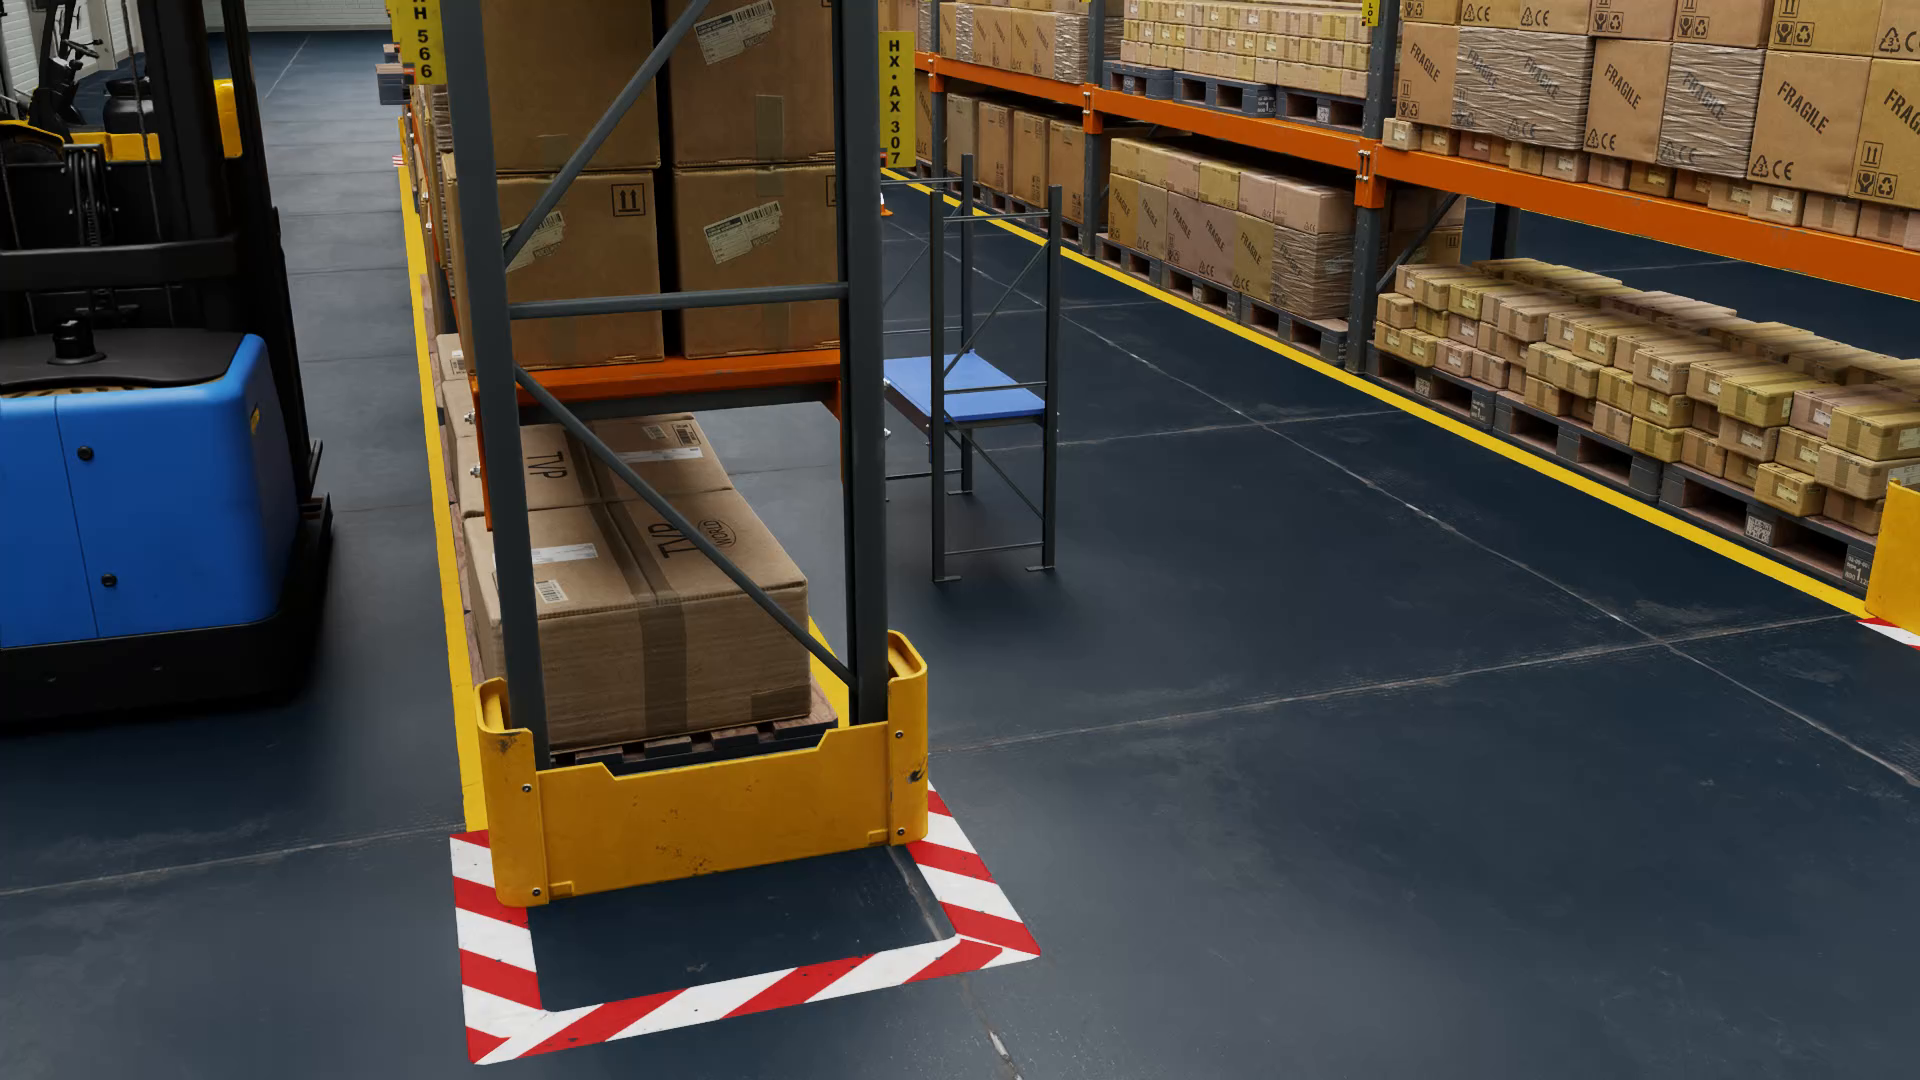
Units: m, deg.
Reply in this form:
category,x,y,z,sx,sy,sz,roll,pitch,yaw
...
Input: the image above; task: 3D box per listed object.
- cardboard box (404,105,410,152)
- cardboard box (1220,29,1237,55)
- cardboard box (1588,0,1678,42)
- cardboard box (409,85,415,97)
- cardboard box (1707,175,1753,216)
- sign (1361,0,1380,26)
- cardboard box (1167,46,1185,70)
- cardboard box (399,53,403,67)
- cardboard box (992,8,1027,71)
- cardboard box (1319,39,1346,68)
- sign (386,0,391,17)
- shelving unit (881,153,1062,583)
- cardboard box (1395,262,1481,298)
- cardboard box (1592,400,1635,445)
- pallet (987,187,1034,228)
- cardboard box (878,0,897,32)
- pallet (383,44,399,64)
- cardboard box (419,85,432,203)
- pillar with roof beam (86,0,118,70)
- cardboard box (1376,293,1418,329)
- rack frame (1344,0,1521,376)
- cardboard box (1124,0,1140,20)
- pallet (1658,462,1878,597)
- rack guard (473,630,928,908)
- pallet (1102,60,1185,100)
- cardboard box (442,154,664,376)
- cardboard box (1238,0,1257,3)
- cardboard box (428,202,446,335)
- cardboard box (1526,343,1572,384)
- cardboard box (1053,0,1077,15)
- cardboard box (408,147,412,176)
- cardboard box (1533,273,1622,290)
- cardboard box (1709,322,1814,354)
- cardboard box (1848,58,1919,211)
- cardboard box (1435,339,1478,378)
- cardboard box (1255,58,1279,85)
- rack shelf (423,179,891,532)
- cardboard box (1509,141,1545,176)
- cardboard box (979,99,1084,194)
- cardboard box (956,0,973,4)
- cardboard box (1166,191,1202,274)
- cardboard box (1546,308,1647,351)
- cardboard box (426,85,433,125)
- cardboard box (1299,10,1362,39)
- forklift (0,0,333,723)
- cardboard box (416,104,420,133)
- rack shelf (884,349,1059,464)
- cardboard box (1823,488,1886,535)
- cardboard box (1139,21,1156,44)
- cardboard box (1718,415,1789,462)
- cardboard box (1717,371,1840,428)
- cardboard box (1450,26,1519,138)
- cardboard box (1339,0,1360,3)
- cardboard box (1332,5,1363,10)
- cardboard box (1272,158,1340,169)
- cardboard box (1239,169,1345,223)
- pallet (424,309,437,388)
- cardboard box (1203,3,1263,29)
category,x,y,z,sx,sy,sz,roll,pitch,yaw
cardboard box,-5.062,-4.015,15.995,0.500,0.500,0.500,-6,21,-16
cardboard box,1.921,-3.253,10.845,0.380,0.149,0.250,-6,21,-15
cardboard box,3.099,-2.418,7.143,0.500,0.500,0.500,-7,21,-19
cardboard box,-2.824,-2.635,9.298,0.500,0.250,0.500,-6,21,-16
cardboard box,3.316,-1.428,6.826,0.380,0.149,0.250,-7,21,-20
sign,2.197,-2.910,8.868,0.100,0.325,0.005,-6,21,-17
cardboard box,1.670,-3.364,11.596,0.380,0.149,0.250,-5,20,-15
cardboard box,-3.803,-3.465,11.875,0.380,0.149,0.250,-7,21,-18
cardboard box,0.591,-4.357,14.461,0.500,0.500,0.500,-6,21,-16
cardboard box,2.326,-2.836,9.685,0.380,0.149,0.250,-6,21,-17
sign,-3.715,-3.598,10.899,0.100,0.325,0.005,-6,21,-17
shelving unit,-0.027,-0.733,6.739,0.538,1.500,1.048,-6,21,-17
cardboard box,2.634,-1.429,9.173,0.380,0.149,0.250,-6,20,-15
cardboard box,3.141,-0.553,7.615,0.380,0.149,0.250,-6,21,-16
pallet,0.909,-3.048,15.091,1.003,0.211,1.213,-6,21,-17
cardboard box,-0.434,-5.700,18.126,0.875,0.550,0.500,-6,21,-17
pallet,-4.357,-4.083,14.131,1.003,0.211,1.213,-6,21,-17
cardboard box,-1.892,-1.574,6.713,0.500,0.500,0.500,-6,21,-17
pillar with roof beam,-12.635,-13.927,32.379,9.100,9.000,0.400,-6,21,-17
cardboard box,2.532,-1.271,9.174,0.380,0.149,0.250,-5,20,-15
rack frame,2.722,-2.425,9.232,1.000,3.000,0.127,-6,21,-17
cardboard box,1.428,-3.898,12.202,0.380,0.149,0.250,-6,21,-17
pallet,3.734,-0.118,6.933,1.003,0.211,1.213,-6,21,-17
rack guard,-0.680,0.601,4.504,1.175,0.500,0.348,-6,21,-17
pallet,1.790,-3.401,12.232,1.213,0.211,1.003,-6,21,-17
cardboard box,-1.091,-0.757,4.439,0.500,0.500,0.500,-6,21,-17
cardboard box,2.214,-3.795,11.915,0.380,0.149,0.250,-6,21,-16
cardboard box,-2.216,-1.255,8.495,0.875,0.875,0.875,-6,21,-16
cardboard box,2.973,-0.859,8.028,0.380,0.149,0.250,-7,21,-18
cardboard box,1.173,-4.534,13.475,0.700,0.500,0.500,-7,21,-18
cardboard box,-5.077,-3.669,16.140,0.500,0.250,0.500,-7,21,-19
cardboard box,3.284,-1.318,8.864,0.380,0.149,0.250,-7,21,-18
cardboard box,3.705,-0.902,7.707,0.380,0.149,0.250,-6,21,-16
cardboard box,3.594,-1.446,5.916,0.500,0.500,0.500,-6,21,-16
cardboard box,2.743,-0.971,8.778,0.380,0.149,0.250,-6,21,-17
cardboard box,2.079,-2.944,10.425,0.380,0.149,0.250,-7,21,-20
rack shelf,-1.316,-0.887,6.012,1.077,0.370,4.000,-6,21,-17
cardboard box,2.883,-1.851,8.003,0.380,0.149,0.250,-6,21,-16
cardboard box,0.788,-3.632,15.297,1.050,0.750,0.750,-6,21,-17
cardboard box,0.369,-5.352,15.751,0.700,0.500,0.500,-7,21,-18
cardboard box,1.772,-2.151,11.544,0.500,0.500,0.500,-7,21,-19
cardboard box,3.061,-1.008,8.001,0.380,0.149,0.250,-7,21,-19
cardboard box,-1.410,-1.554,5.179,0.500,0.500,0.500,-6,21,-17
cardboard box,2.246,-3.062,9.875,0.380,0.149,0.250,-7,21,-19
forklift,-3.094,-1.268,6.111,1.130,2.935,3.031,-6,21,-16
cardboard box,-2.950,-2.564,9.840,0.500,0.250,0.500,-6,21,-15
rack shelf,-0.027,-0.564,6.800,0.538,0.185,1.000,-6,21,-17
cardboard box,3.616,-0.144,6.477,0.380,0.149,0.250,-6,21,-16
cardboard box,1.514,-3.665,11.993,0.380,0.149,0.250,-5,20,-15
cardboard box,3.378,-0.443,6.869,0.380,0.149,0.250,-7,21,-19
cardboard box,3.346,-0.577,6.801,0.380,0.149,0.250,-7,21,-18
cardboard box,2.801,-2.269,8.207,0.500,0.500,0.500,-6,21,-17
cardboard box,4.742,-5.989,18.566,0.875,0.500,0.500,-6,21,-17
cardboard box,2.628,-3.375,10.745,0.380,0.149,0.250,-6,21,-15
cardboard box,2.415,-2.399,11.127,0.500,0.250,0.500,-6,20,-15
cardboard box,2.099,-2.178,10.510,0.500,0.250,0.500,-5,20,-15
pallet,-2.646,-1.186,9.907,1.003,0.211,1.213,-6,21,-17
cardboard box,1.841,-3.478,11.032,0.380,0.149,0.250,-6,21,-16
